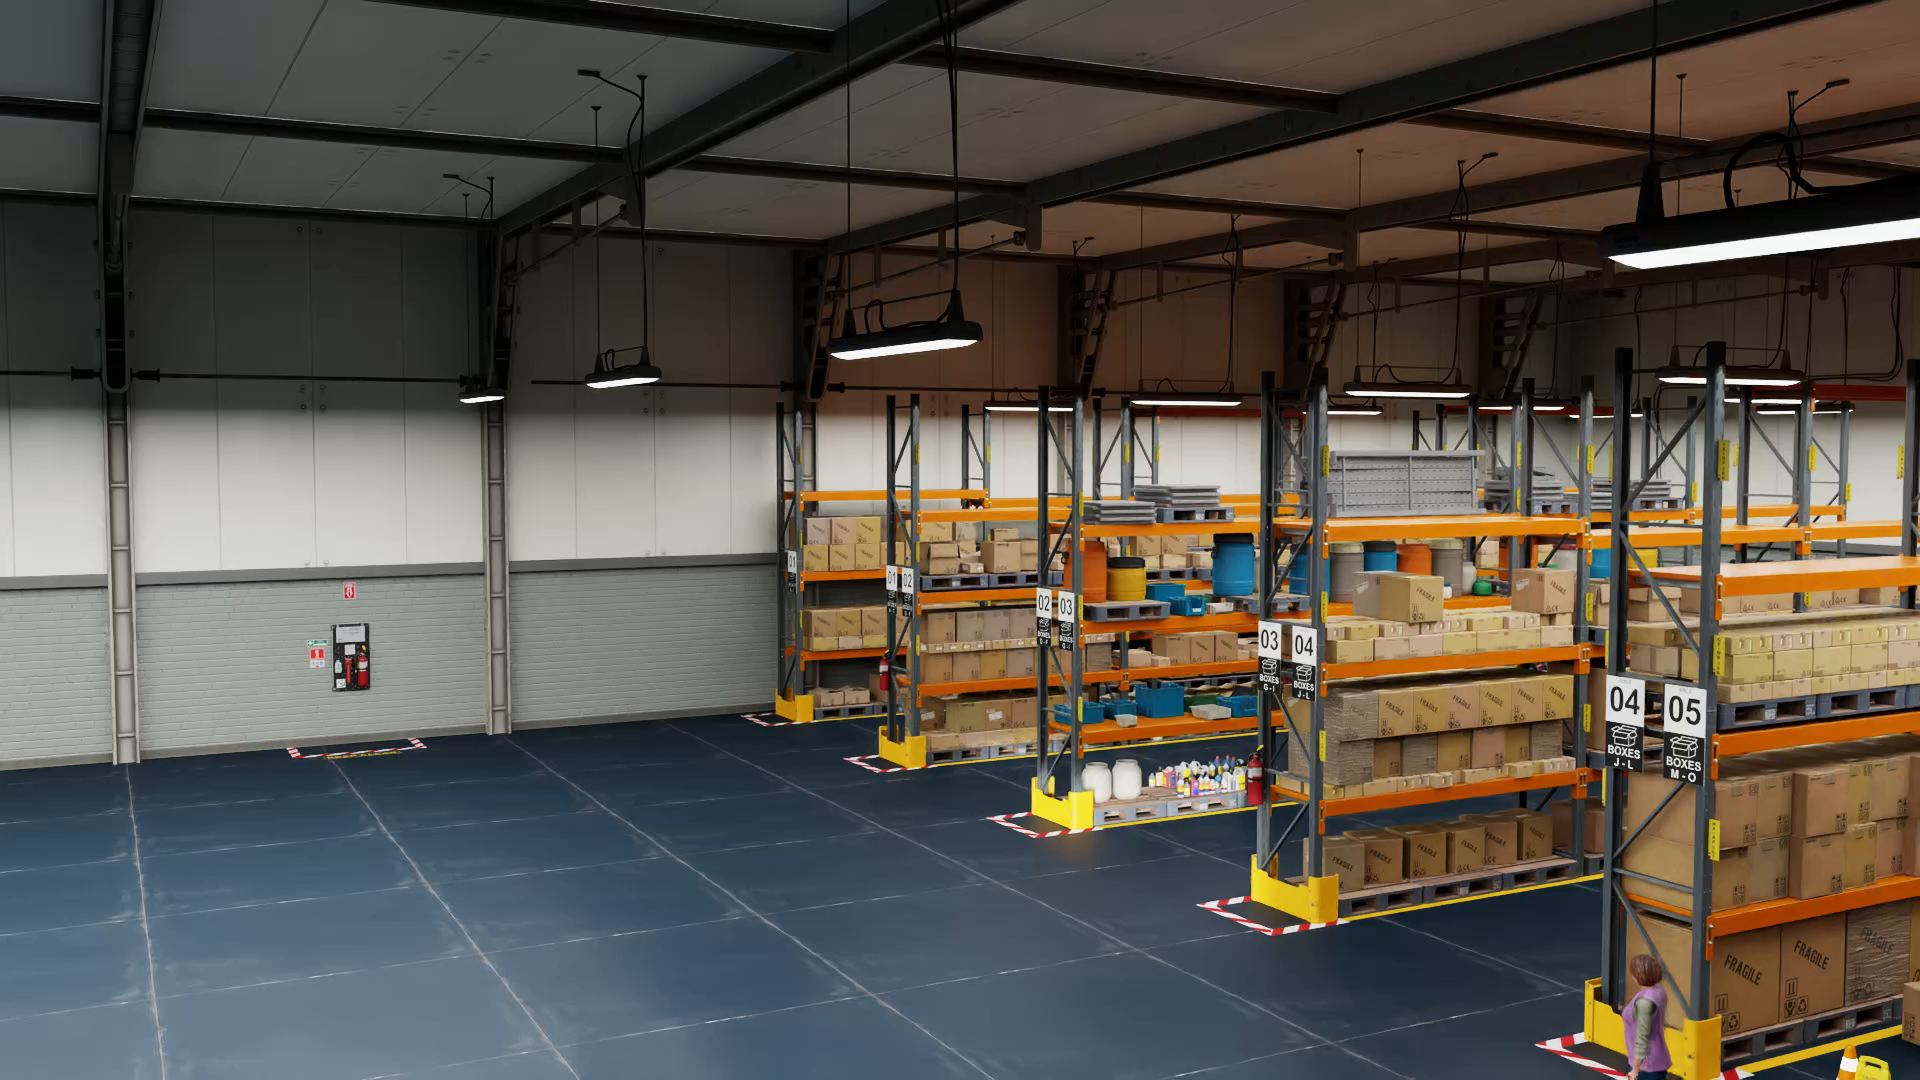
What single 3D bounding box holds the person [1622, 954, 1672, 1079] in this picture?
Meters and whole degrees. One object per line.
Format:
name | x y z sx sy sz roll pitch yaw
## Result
person | 4.886 3.690 11.661 0.527 1.586 0.410 1 4 24
